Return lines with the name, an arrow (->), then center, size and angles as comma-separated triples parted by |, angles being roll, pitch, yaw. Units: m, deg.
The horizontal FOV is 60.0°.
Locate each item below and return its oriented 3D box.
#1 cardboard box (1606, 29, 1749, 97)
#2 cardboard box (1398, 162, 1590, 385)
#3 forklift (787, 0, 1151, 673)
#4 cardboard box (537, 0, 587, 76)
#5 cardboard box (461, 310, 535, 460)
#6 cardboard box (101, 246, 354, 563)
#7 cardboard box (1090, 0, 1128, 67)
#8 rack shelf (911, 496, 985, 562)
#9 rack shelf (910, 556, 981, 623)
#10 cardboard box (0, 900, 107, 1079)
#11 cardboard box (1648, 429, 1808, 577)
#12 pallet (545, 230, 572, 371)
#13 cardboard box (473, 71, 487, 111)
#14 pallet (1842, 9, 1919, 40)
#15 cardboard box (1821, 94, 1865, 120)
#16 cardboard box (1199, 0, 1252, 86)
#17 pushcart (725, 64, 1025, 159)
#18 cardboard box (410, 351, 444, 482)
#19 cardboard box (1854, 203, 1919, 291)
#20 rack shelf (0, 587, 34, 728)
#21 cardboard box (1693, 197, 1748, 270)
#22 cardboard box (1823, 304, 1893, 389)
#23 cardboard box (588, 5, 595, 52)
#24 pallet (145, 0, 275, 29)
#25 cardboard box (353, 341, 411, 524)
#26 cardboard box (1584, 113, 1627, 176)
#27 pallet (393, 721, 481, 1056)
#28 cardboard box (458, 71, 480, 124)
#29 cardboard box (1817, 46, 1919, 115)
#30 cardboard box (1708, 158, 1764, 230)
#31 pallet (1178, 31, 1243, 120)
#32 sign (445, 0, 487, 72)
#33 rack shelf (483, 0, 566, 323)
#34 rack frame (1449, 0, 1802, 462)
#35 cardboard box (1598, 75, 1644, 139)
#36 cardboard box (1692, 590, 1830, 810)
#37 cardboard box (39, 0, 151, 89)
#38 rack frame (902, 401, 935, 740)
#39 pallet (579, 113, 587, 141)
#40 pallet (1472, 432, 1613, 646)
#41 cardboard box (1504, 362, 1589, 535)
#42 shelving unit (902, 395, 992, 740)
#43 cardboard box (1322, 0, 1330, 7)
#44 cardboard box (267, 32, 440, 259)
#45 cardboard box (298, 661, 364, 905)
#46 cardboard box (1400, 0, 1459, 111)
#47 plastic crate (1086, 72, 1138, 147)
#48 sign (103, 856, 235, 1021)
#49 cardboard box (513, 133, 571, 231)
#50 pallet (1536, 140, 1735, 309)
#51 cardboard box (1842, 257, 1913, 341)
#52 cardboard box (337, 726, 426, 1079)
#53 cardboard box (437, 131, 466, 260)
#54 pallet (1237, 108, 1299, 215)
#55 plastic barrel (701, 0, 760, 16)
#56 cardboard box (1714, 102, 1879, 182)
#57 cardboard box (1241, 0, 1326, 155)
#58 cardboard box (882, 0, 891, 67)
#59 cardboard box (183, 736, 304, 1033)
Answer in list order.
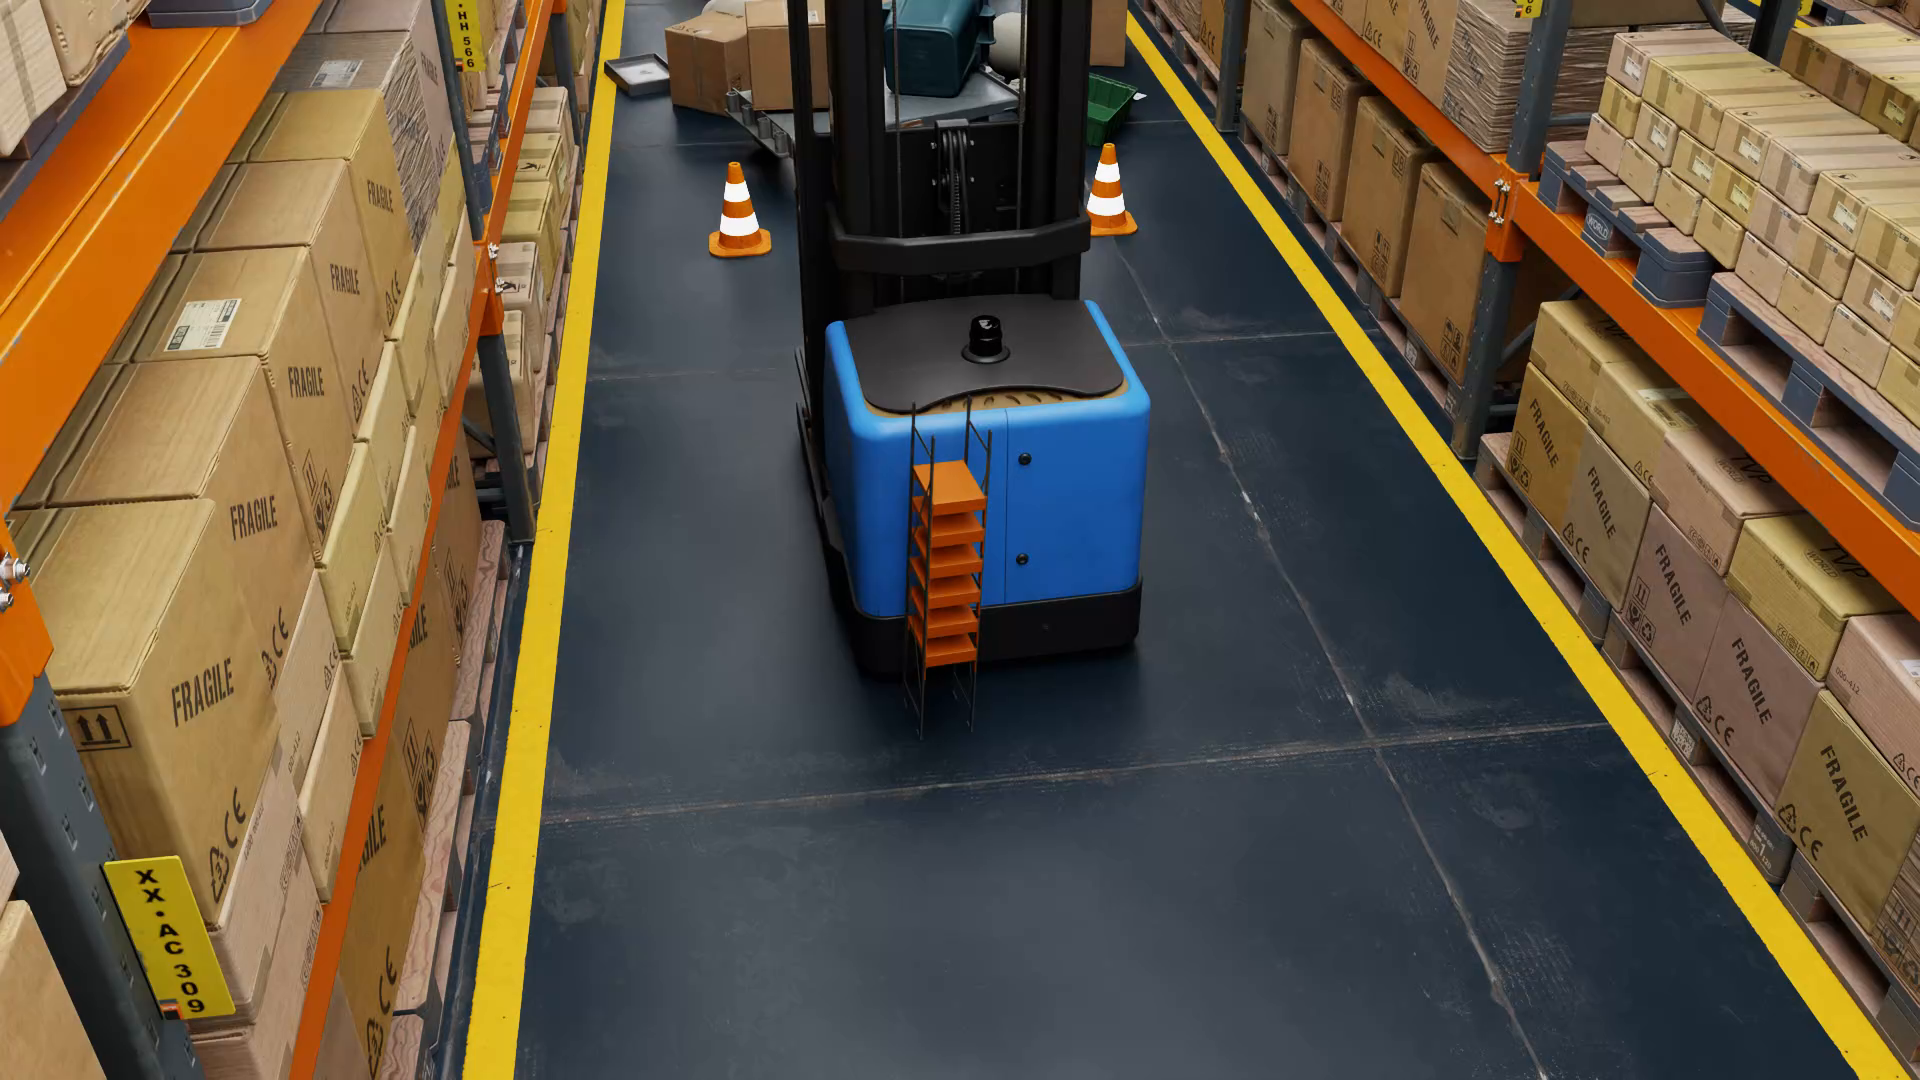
cardboard box -> 2.538, -1.692, 5.891 | 0.380, 0.149, 0.250 | -4, 35, -6
cardboard box -> 2.675, -1.242, 7.534 | 1.050, 0.750, 0.750 | -5, 35, -7
forklift -> -0.114, -1.560, 6.437 | 1.130, 2.935, 3.031 | -6, 35, -9
cardboard box -> -2.574, -3.149, 10.110 | 0.500, 0.500, 0.500 | -3, 34, -4
cardboard box -> -2.290, -0.624, 6.962 | 0.950, 0.372, 0.625 | -7, 35, -10
cardboard box -> -1.621, -0.272, 3.509 | 0.500, 0.500, 0.500 | -5, 35, -8
cardboard box -> 0.904, -3.640, 11.646 | 0.500, 0.500, 0.500 | 1, 34, 2
rack shelf -> -0.044, -0.049, 5.403 | 0.180, 0.103, 0.258 | -7, 35, -16
rack shelf -> -0.056, 0.151, 5.535 | 0.180, 0.103, 0.258 | -7, 35, -16
cardboard box -> -1.349, 0.800, 1.936 | 0.500, 0.500, 0.500 | -5, 35, -7
cardboard box -> 2.642, -0.139, 5.471 | 0.500, 0.250, 0.500 | -4, 34, -6
pallet -> -2.489, -1.183, 8.299 | 1.003, 0.211, 1.213 | -4, 35, -6
cardboard box -> -2.079, -1.802, 6.581 | 0.380, 0.149, 0.250 | -7, 35, -9
pallet -> 6.933, -3.423, 11.585 | 1.003, 0.211, 1.213 | -4, 35, -6
cardboard box -> 3.223, -1.454, 5.806 | 0.380, 0.149, 0.250 | -3, 34, -5
cardboard box -> 2.114, -3.535, 10.788 | 0.875, 0.875, 0.875 | -4, 34, -6
pushcart -> -0.510, -2.569, 10.185 | 1.648, 0.377, 0.936 | -16, 38, -23
cardboard box -> -1.763, -0.330, 4.703 | 0.500, 0.250, 0.500 | -5, 35, -7
cardboard box -> 2.746, -0.822, 4.614 | 0.380, 0.149, 0.250 | -5, 35, -7
rack shelf -> -1.417, 1.186, 0.322 | 1.077, 0.370, 4.000 | -4, 35, -6
cardboard box -> 2.638, -1.006, 5.412 | 0.380, 0.149, 0.250 | -3, 34, -4
cardboard box -> 2.741, -0.571, 4.775 | 0.380, 0.149, 0.250 | -5, 35, -8
cardboard box -> -2.731, -3.432, 11.192 | 0.500, 0.250, 0.500 | -5, 35, -7
pallet -> -1.932, -1.403, 3.649 | 1.003, 0.211, 1.213 | -3, 34, -4
cardboard box -> -1.675, -0.254, 4.148 | 0.500, 0.250, 0.500 | -5, 35, -8
cardboard box -> 2.527, -1.456, 6.073 | 0.380, 0.149, 0.250 | -5, 35, -7
pallet -> -2.032, 1.057, 5.011 | 1.003, 0.211, 1.213 | -4, 35, -6
cardboard box -> -2.055, -1.827, 6.041 | 0.500, 0.500, 0.500 | -5, 35, -8
cardboard box -> 3.219, -1.588, 5.738 | 0.380, 0.149, 0.250 | -5, 35, -7
cardboard box -> 2.645, -1.119, 5.314 | 0.380, 0.149, 0.250 | -4, 35, -6
pallet -> 2.105, -3.162, 11.202 | 1.003, 0.211, 1.213 | -4, 35, -6
sign -> -1.675, -1.743, 5.615 | 0.100, 0.325, 0.005 | -4, 35, -6
rack shelf -> -2.493, -2.039, 7.717 | 1.077, 0.370, 4.000 | -4, 35, -6
rack frame -> 2.667, -1.652, 6.510 | 1.000, 3.000, 0.127 | -4, 35, -6
cardboard box -> 2.533, -1.559, 5.961 | 0.380, 0.149, 0.250 | -3, 34, -4
cardboard box -> 2.723, 0.473, 5.239 | 0.500, 0.500, 0.500 | -5, 35, -7
cardboard box -> -1.517, -0.956, 2.364 | 0.500, 0.500, 0.500 | -5, 35, -7
rack frame -> -0.141, 0.125, 5.486 | 0.006, 1.200, 0.240 | -7, 35, -16
pallet -> -2.887, -2.672, 10.484 | 1.003, 0.211, 1.213 | -4, 35, -6
pallet -> 2.771, -0.063, 6.655 | 1.003, 0.211, 1.213 | -4, 35, -6
cardboard box -> 2.510, -0.378, 6.488 | 0.500, 0.500, 0.500 | -6, 35, -8
shelving unit -> -0.053, 0.114, 5.511 | 0.189, 1.200, 0.258 | -7, 35, -16
cardboard box -> 2.067, -3.050, 8.473 | 0.500, 0.500, 0.500 | -5, 35, -7
cardboard box -> -1.818, -1.120, 4.754 | 0.500, 0.500, 0.500 | -4, 34, -6
cardboard box -> -1.555, 0.520, 3.457 | 0.500, 0.250, 0.500 | -5, 35, -8
cardboard box -> 2.275, -2.202, 7.229 | 0.500, 0.500, 0.500 | -4, 35, -6
plastic crate -> 0.808, -2.743, 10.558 | 0.450, 0.188, 0.662 | 21, 39, 12
sign -> -1.136, 0.579, 2.398 | 0.100, 0.325, 0.005 | -4, 35, -6
cardboard box -> -2.589, -1.847, 8.757 | 0.950, 0.372, 0.625 | -2, 34, -3
pallet -> 2.869, -1.183, 5.992 | 1.213, 0.211, 1.003 | -4, 35, -6
cardboard box -> 2.748, -0.690, 4.686 | 0.380, 0.149, 0.250 | -3, 34, -5
cardboard box -> -1.978, 0.873, 4.319 | 0.875, 0.875, 0.875 | -3, 34, -5
cardboard box -> -1.907, -1.114, 5.410 | 0.500, 0.250, 0.500 | -4, 35, -7
pallet -> 2.308, -2.306, 9.947 | 1.003, 0.211, 1.213 | -4, 35, -6
plastic barrel -> -1.522, -3.582, 11.630 | 0.512, 0.421, 0.421 | 20, 39, 26
cardboard box -> 2.640, -1.260, 5.257 | 0.380, 0.149, 0.250 | -6, 35, -8
cardboard box -> 2.302, -2.788, 9.802 | 1.050, 0.750, 0.750 | -5, 35, -7
cardboard box -> -0.421, -3.399, 11.171 | 0.797, 0.637, 0.503 | -4, 35, -6
cardboard box -> -1.466, 0.600, 2.895 | 0.500, 0.250, 0.500 | -5, 35, -8
